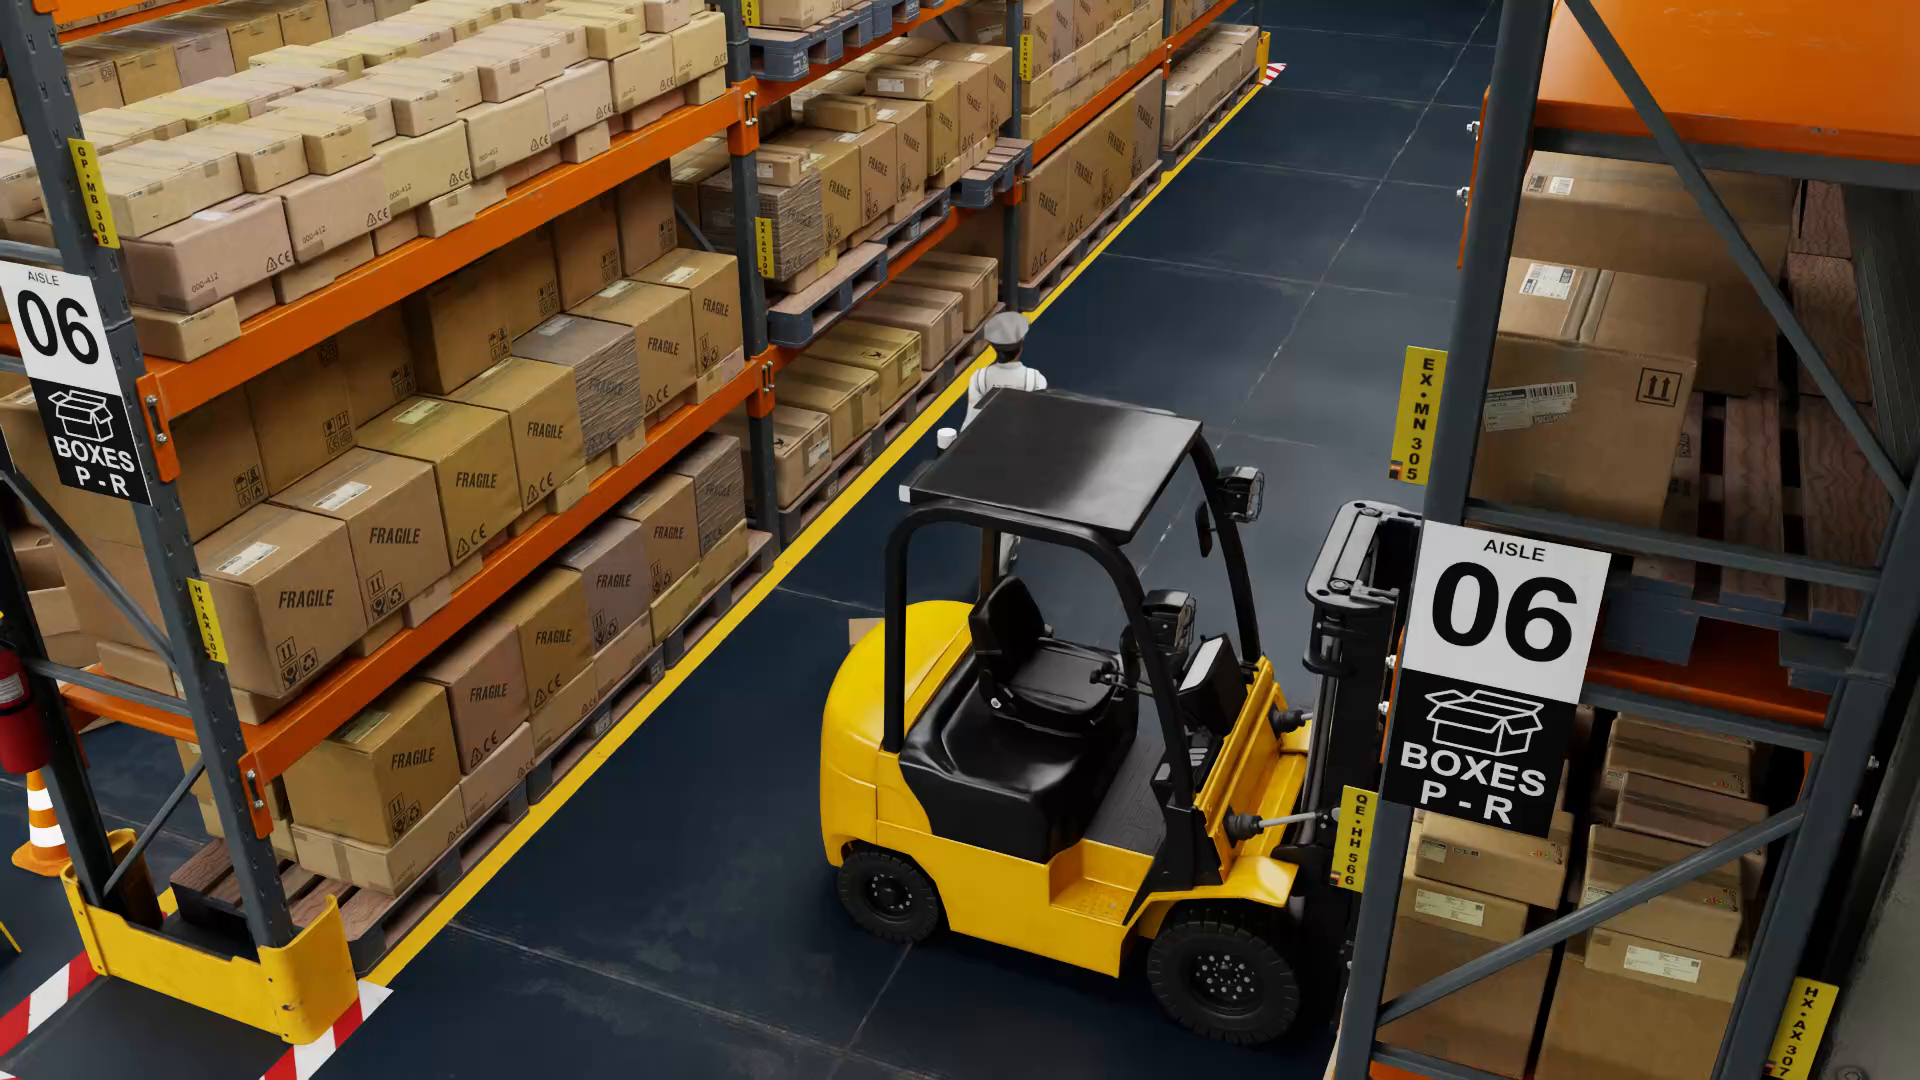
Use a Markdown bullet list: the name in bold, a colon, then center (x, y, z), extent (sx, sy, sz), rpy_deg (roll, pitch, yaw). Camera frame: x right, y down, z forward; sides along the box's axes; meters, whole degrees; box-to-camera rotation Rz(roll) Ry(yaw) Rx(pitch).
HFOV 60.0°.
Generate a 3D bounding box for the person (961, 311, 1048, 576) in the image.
- **person**: center (0.266, -0.451, 9.167), extent (0.512, 1.626, 1.030), rpy_deg (9, 31, 15)
